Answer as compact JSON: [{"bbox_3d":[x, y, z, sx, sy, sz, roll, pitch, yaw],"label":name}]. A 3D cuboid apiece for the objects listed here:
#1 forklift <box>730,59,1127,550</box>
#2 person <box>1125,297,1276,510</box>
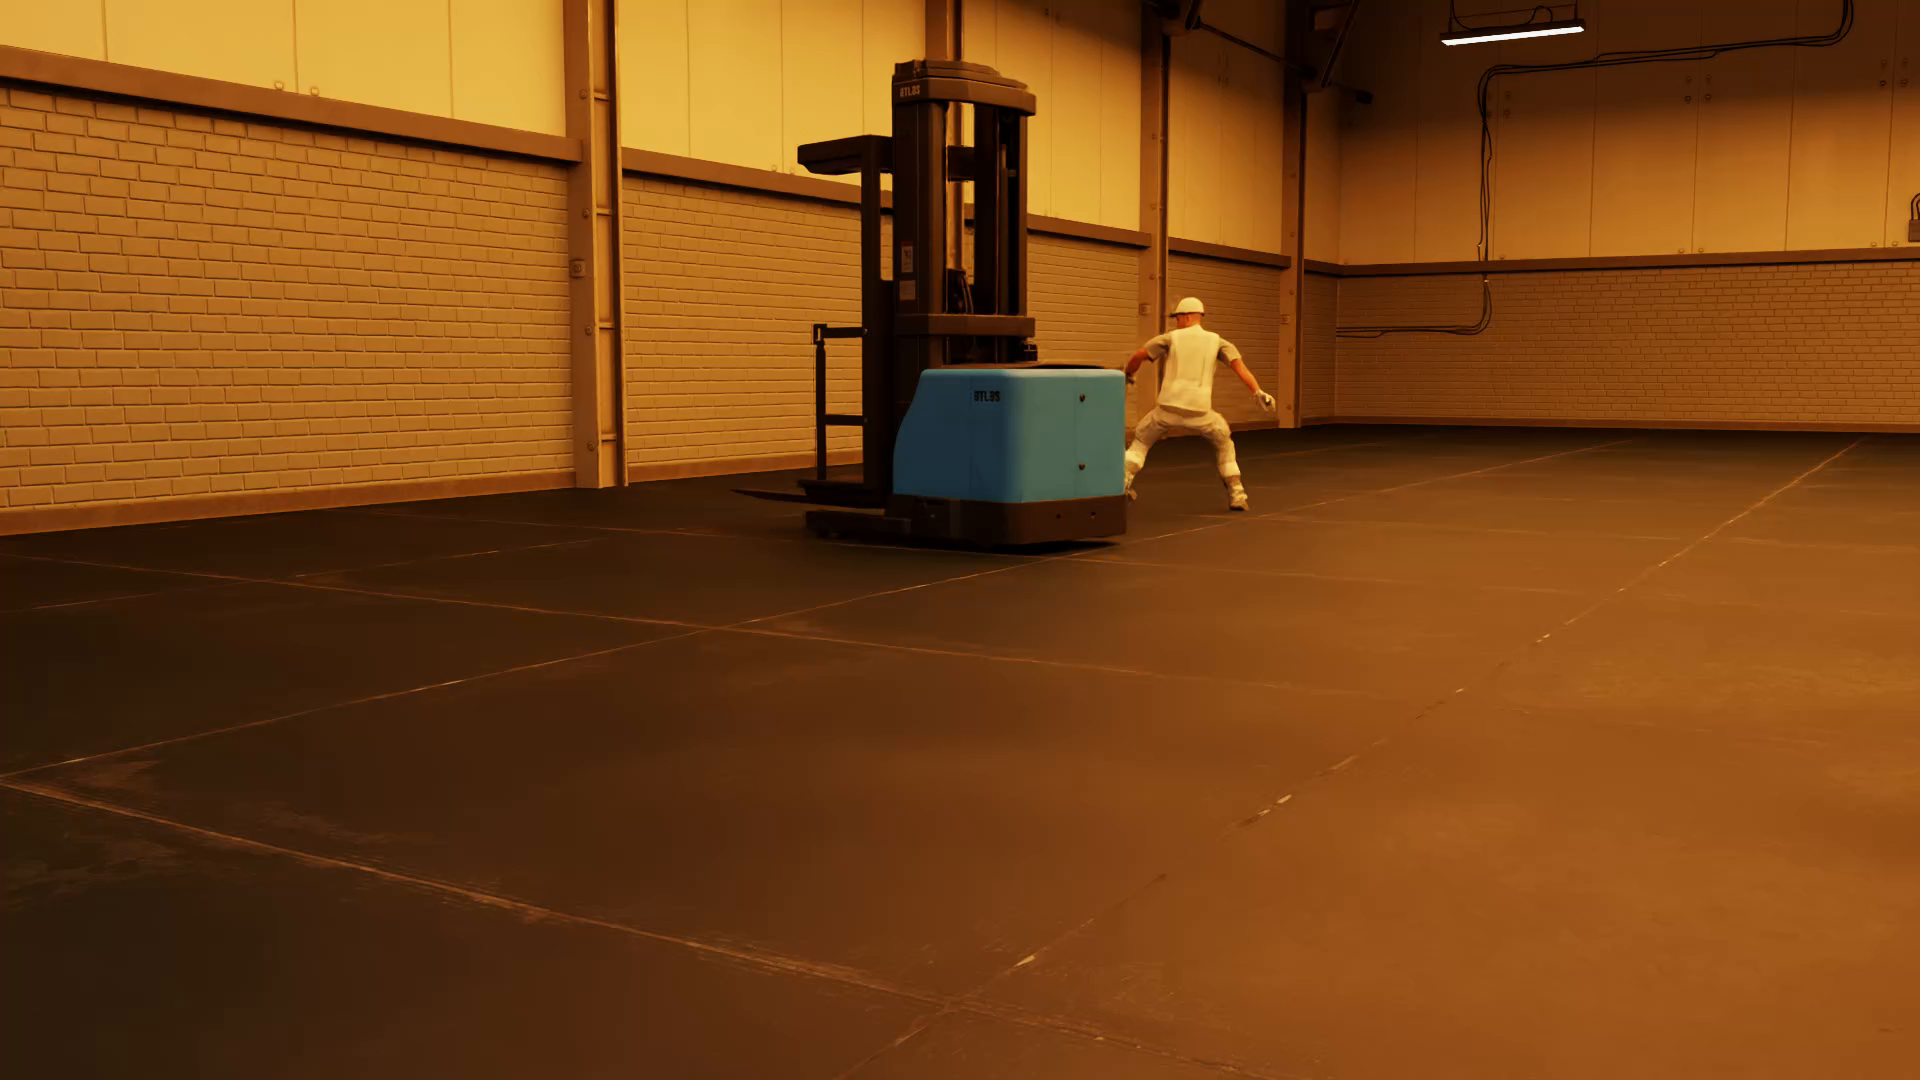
[{"bbox_3d":[-0.353,-1.504,10.801,1.130,2.935,3.031,-6,8,-43],"label":"forklift"},{"bbox_3d":[1.792,-0.990,12.625,1.198,1.695,0.554,1,6,11],"label":"person"}]
